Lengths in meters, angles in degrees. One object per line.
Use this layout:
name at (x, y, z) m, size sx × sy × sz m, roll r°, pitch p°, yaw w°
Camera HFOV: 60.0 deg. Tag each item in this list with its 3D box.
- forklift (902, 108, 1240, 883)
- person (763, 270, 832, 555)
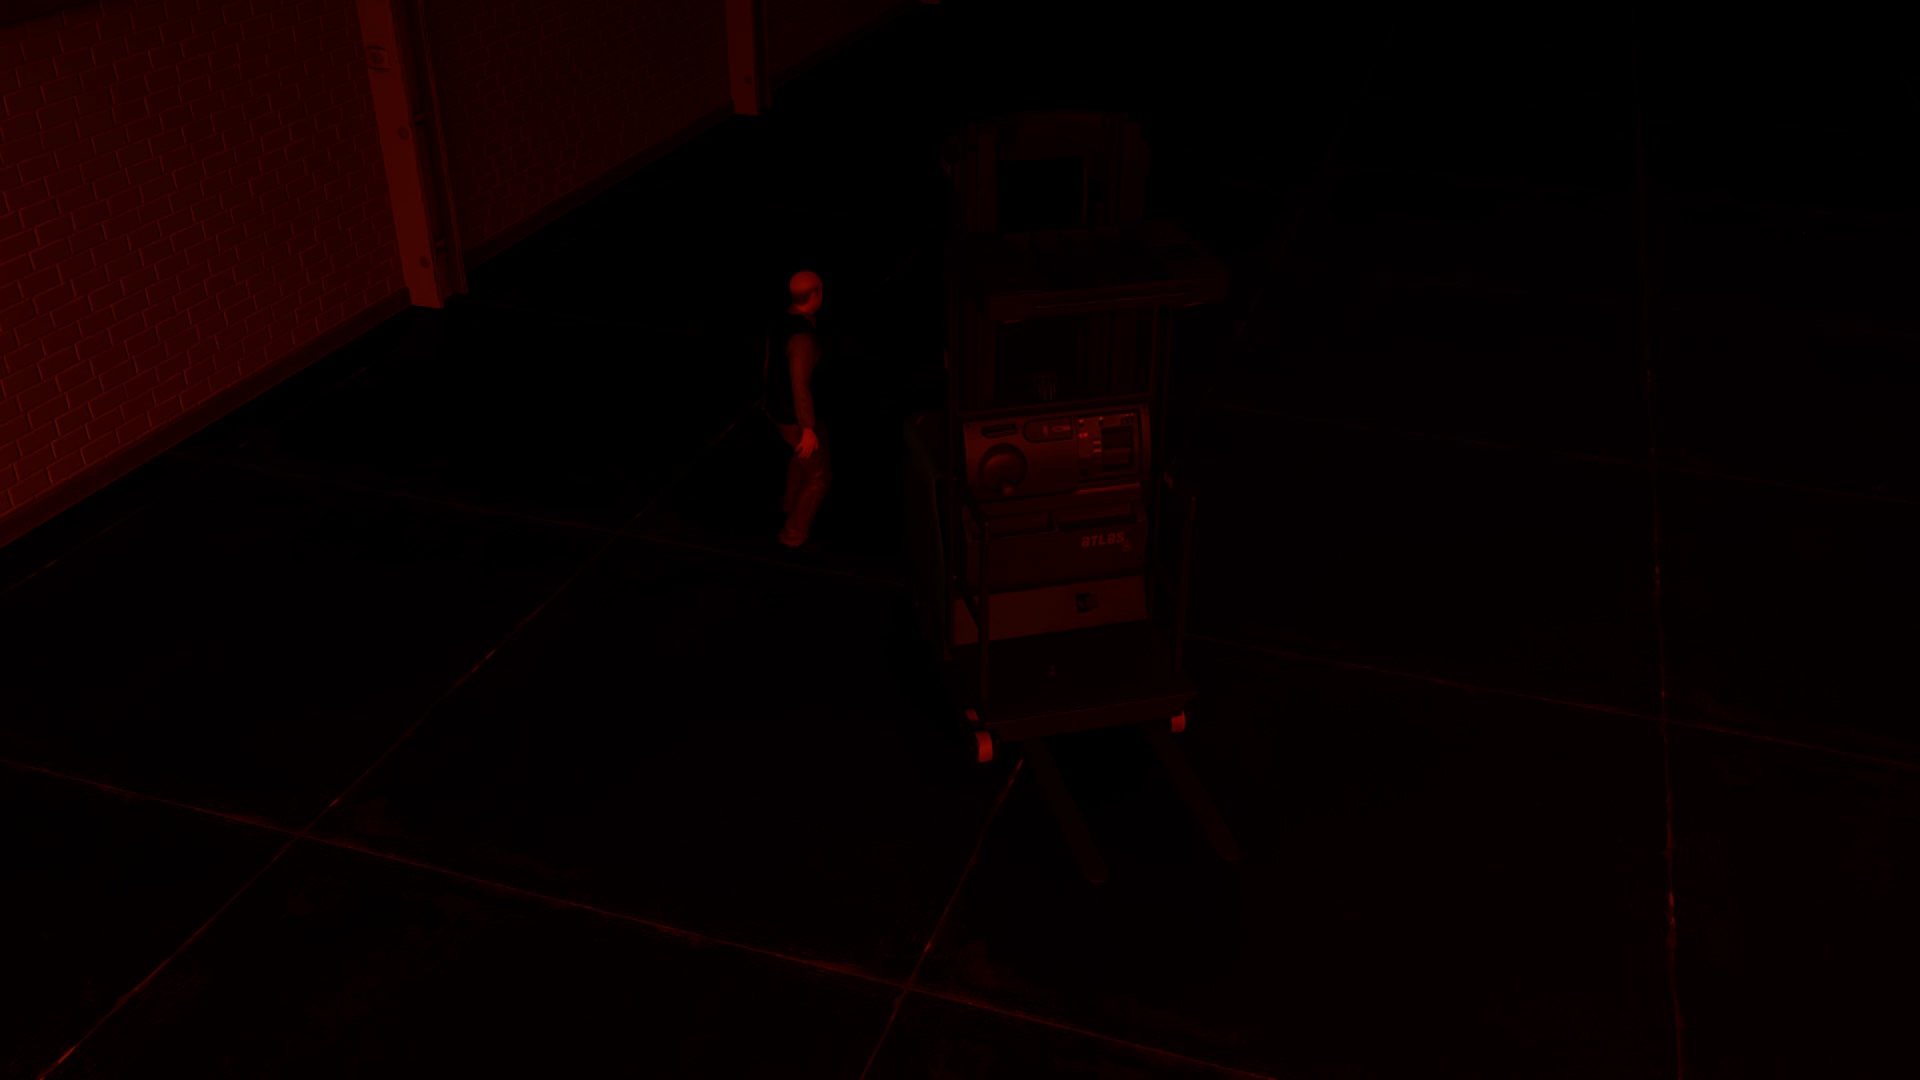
forklift at (0.524, -0.387, 7.815) m, size 1.130 × 2.935 × 3.031 m, roll -7°, pitch 30°, yaw -12°
person at (-0.949, -0.753, 9.725) m, size 0.399 × 1.694 × 0.853 m, roll -12°, pitch 32°, yaw -20°
